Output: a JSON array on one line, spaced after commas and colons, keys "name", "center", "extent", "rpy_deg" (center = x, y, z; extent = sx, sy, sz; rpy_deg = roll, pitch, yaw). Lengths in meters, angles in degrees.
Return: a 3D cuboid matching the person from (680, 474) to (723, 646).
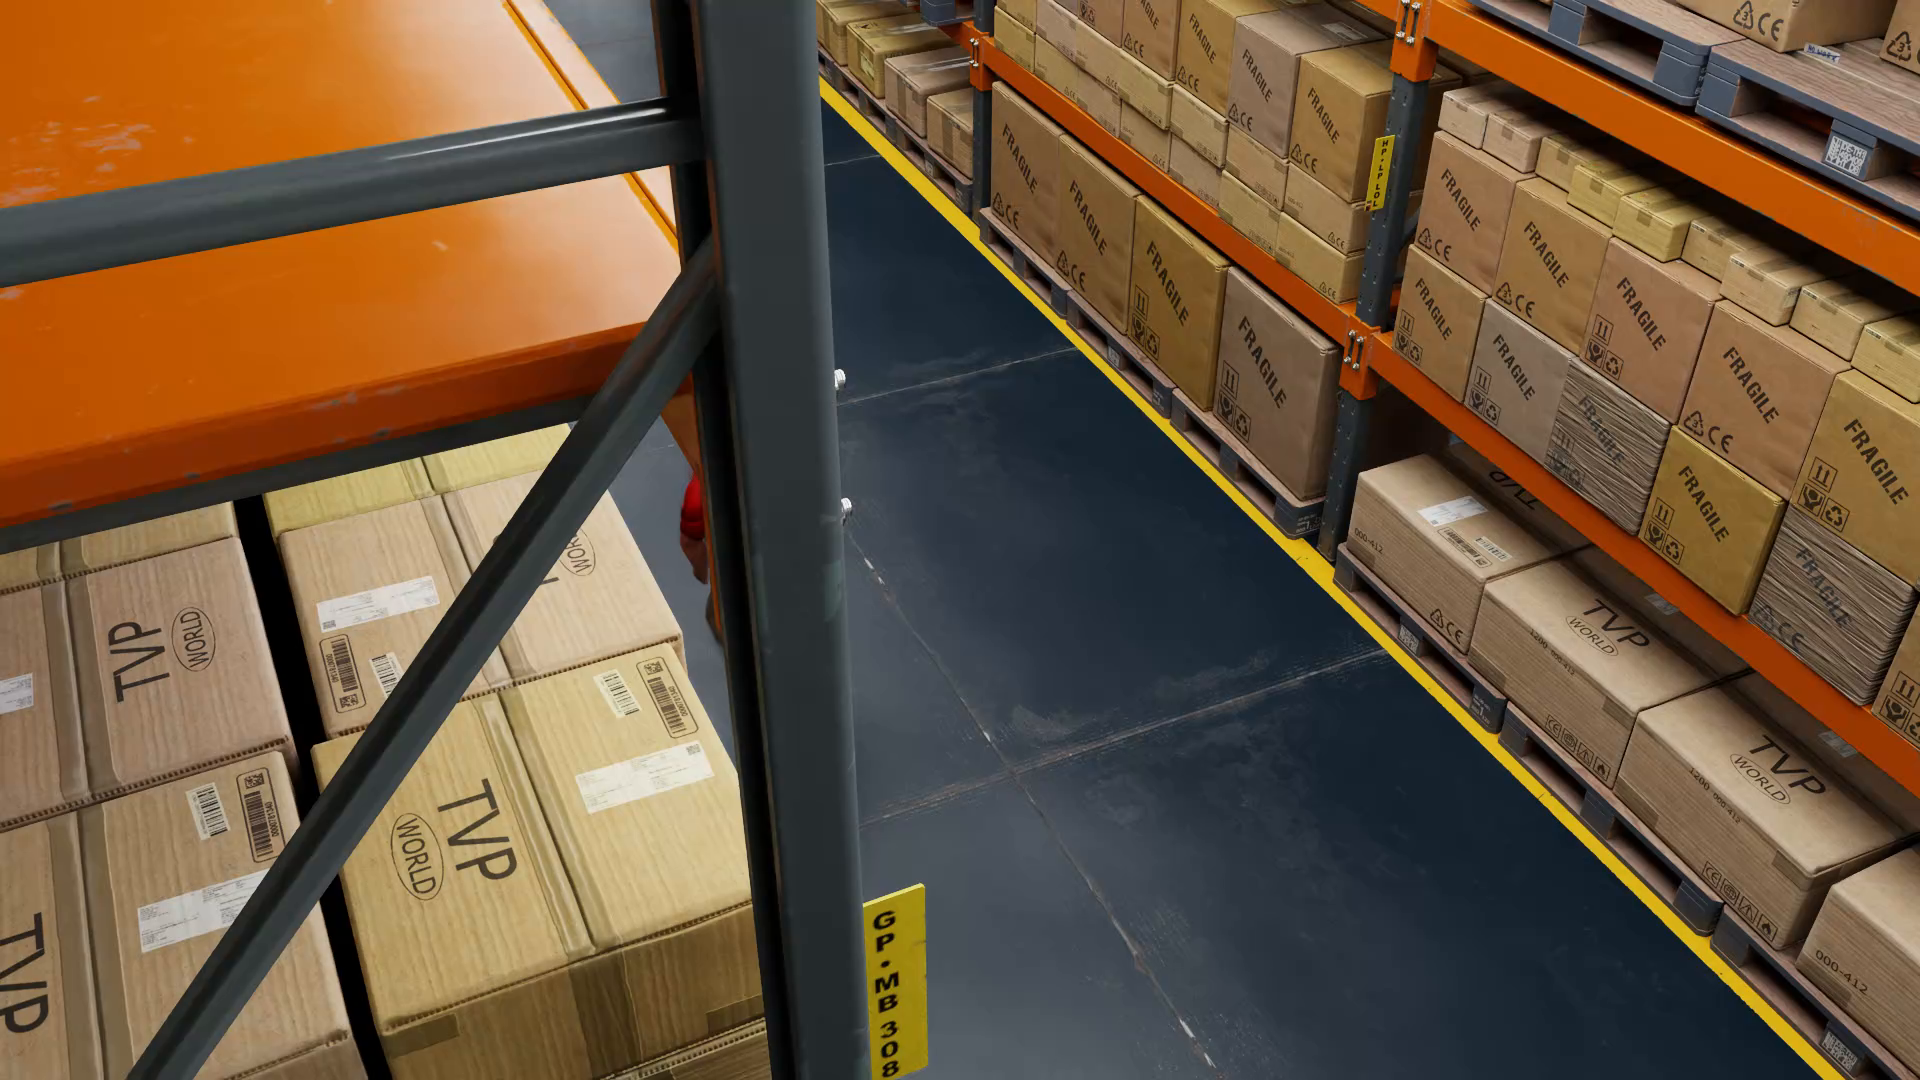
[{"name": "person", "center": [-0.855, 0.122, 7.078], "extent": [0.588, 1.289, 0.770], "rpy_deg": [-16, 40, -20]}]
